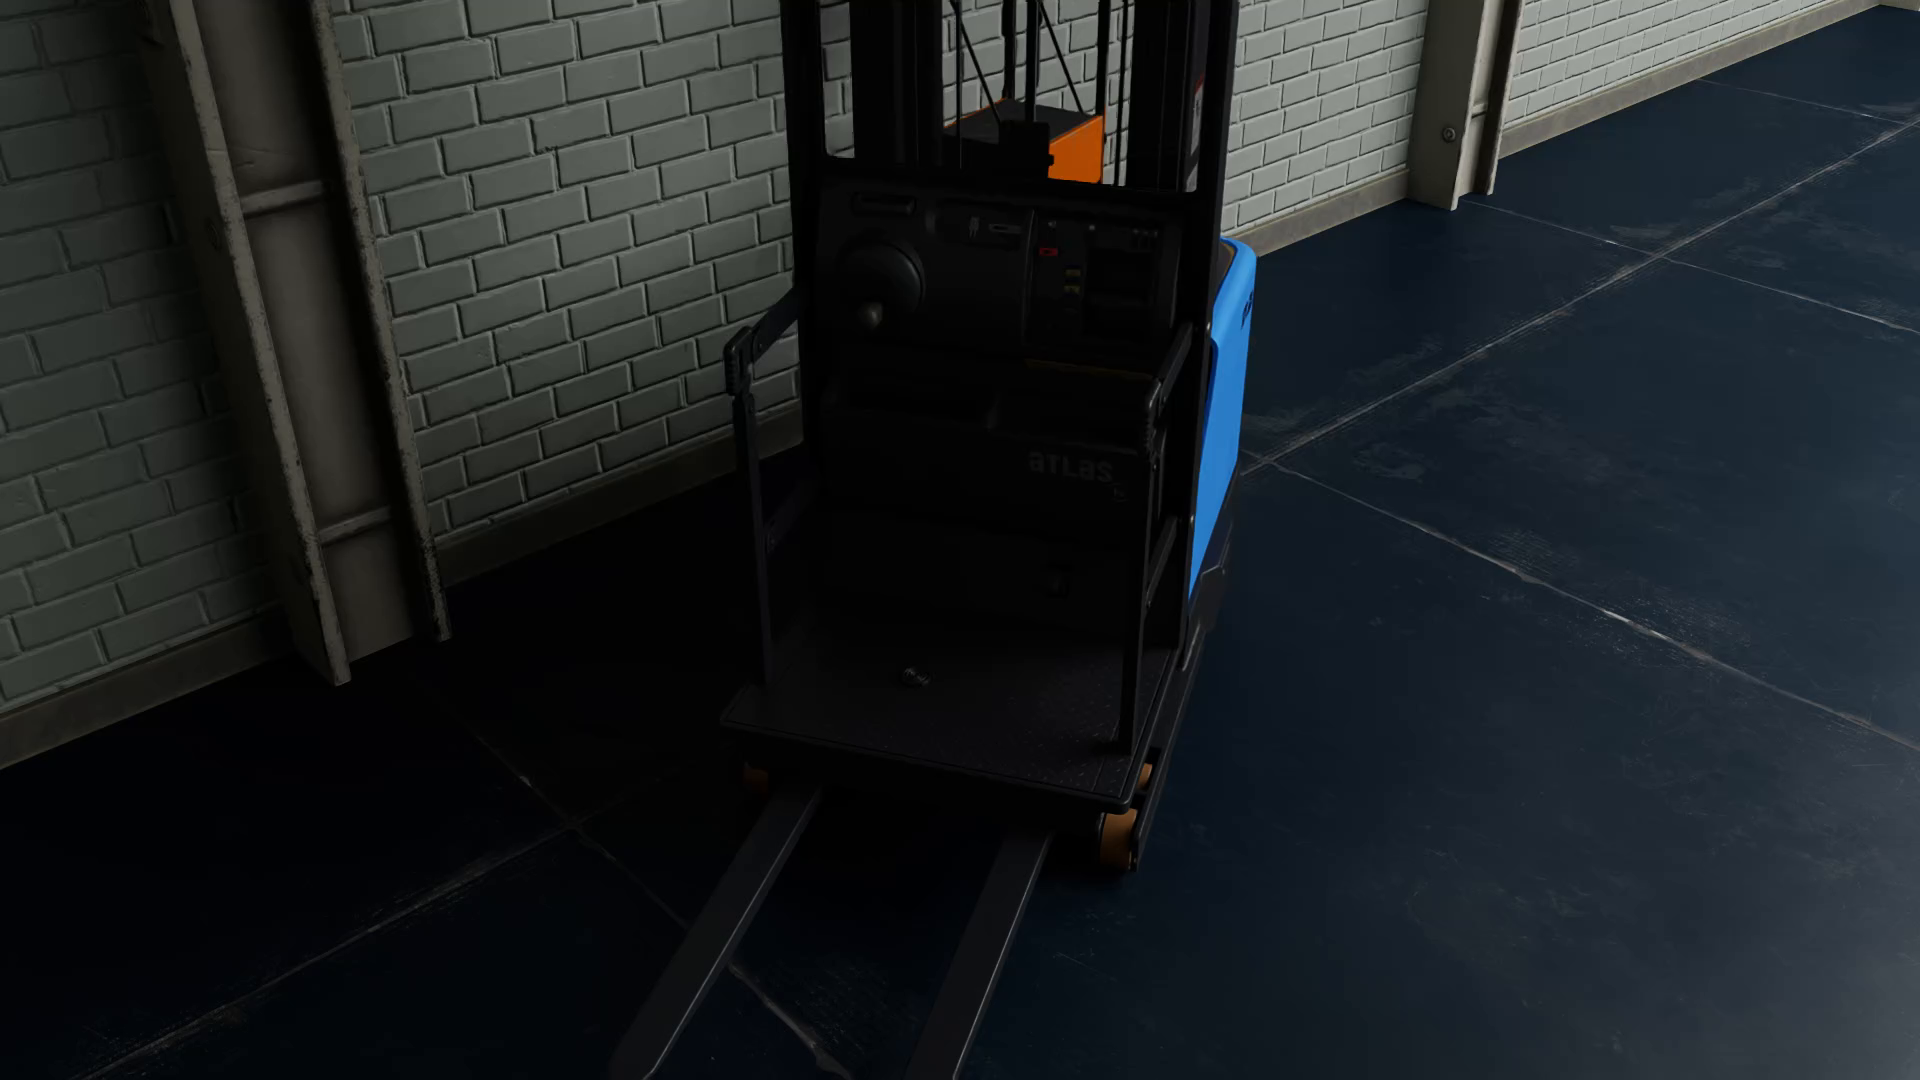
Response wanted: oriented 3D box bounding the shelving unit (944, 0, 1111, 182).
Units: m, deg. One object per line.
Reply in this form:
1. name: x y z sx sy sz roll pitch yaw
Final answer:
1. shelving unit: 0.201 -1.237 5.760 0.431 2.100 0.503 18 36 27

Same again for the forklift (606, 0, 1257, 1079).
1. forklift: 0.026 -0.625 3.963 1.130 2.935 3.031 9 33 15

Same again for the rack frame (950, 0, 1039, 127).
1. rack frame: 0.072 -1.129 5.583 0.400 2.100 0.015 18 36 27

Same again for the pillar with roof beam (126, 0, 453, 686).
1. pillar with roof beam: 1.078 -1.877 0.193 0.400 9.000 9.100 -26 40 -35

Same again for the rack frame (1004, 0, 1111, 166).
1. rack frame: 0.331 -1.345 5.936 0.400 2.100 0.015 18 36 27

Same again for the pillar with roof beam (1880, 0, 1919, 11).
1. pillar with roof beam: 9.877 -6.133 7.154 0.400 9.000 9.100 -26 40 -35

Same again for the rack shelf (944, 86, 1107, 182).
1. rack shelf: 0.201 -1.225 5.767 0.431 0.518 0.480 18 36 27

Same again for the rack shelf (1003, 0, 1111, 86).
1. rack shelf: 0.201 -1.822 5.402 0.431 0.518 0.480 18 36 27

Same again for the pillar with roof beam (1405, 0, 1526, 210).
1. pillar with roof beam: 5.478 -4.005 3.674 0.400 9.000 9.100 -26 40 -35
